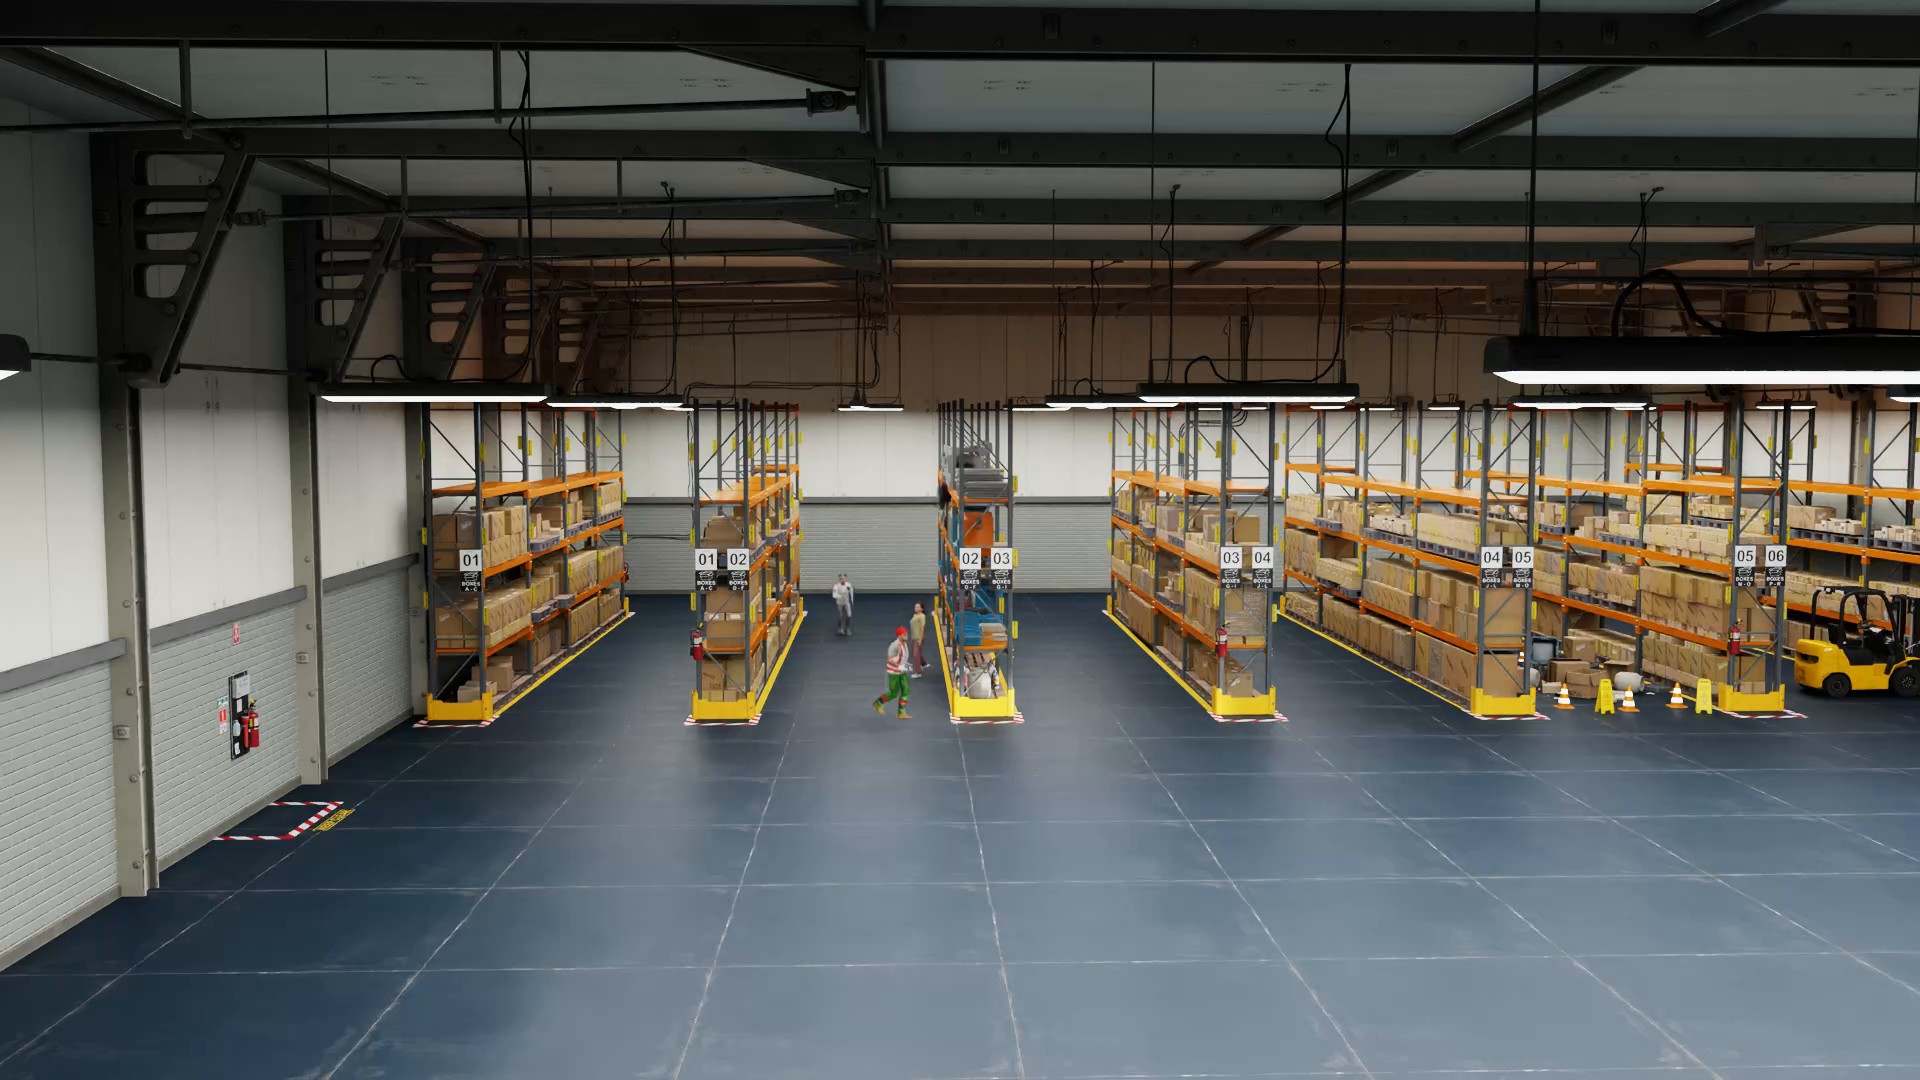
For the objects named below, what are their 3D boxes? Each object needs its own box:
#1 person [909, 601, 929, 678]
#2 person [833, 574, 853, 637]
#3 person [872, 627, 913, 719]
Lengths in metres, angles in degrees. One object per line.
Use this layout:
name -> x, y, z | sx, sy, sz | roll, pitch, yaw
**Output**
person -> -0.892, 2.143, 36.219 | 0.612, 1.657, 0.673 | -3, 5, -30
person -> -3.013, 1.655, 42.844 | 0.554, 1.633, 0.898 | -1, 4, -11
person -> -1.261, 2.488, 31.239 | 0.826, 1.741, 0.658 | 2, 5, 29
